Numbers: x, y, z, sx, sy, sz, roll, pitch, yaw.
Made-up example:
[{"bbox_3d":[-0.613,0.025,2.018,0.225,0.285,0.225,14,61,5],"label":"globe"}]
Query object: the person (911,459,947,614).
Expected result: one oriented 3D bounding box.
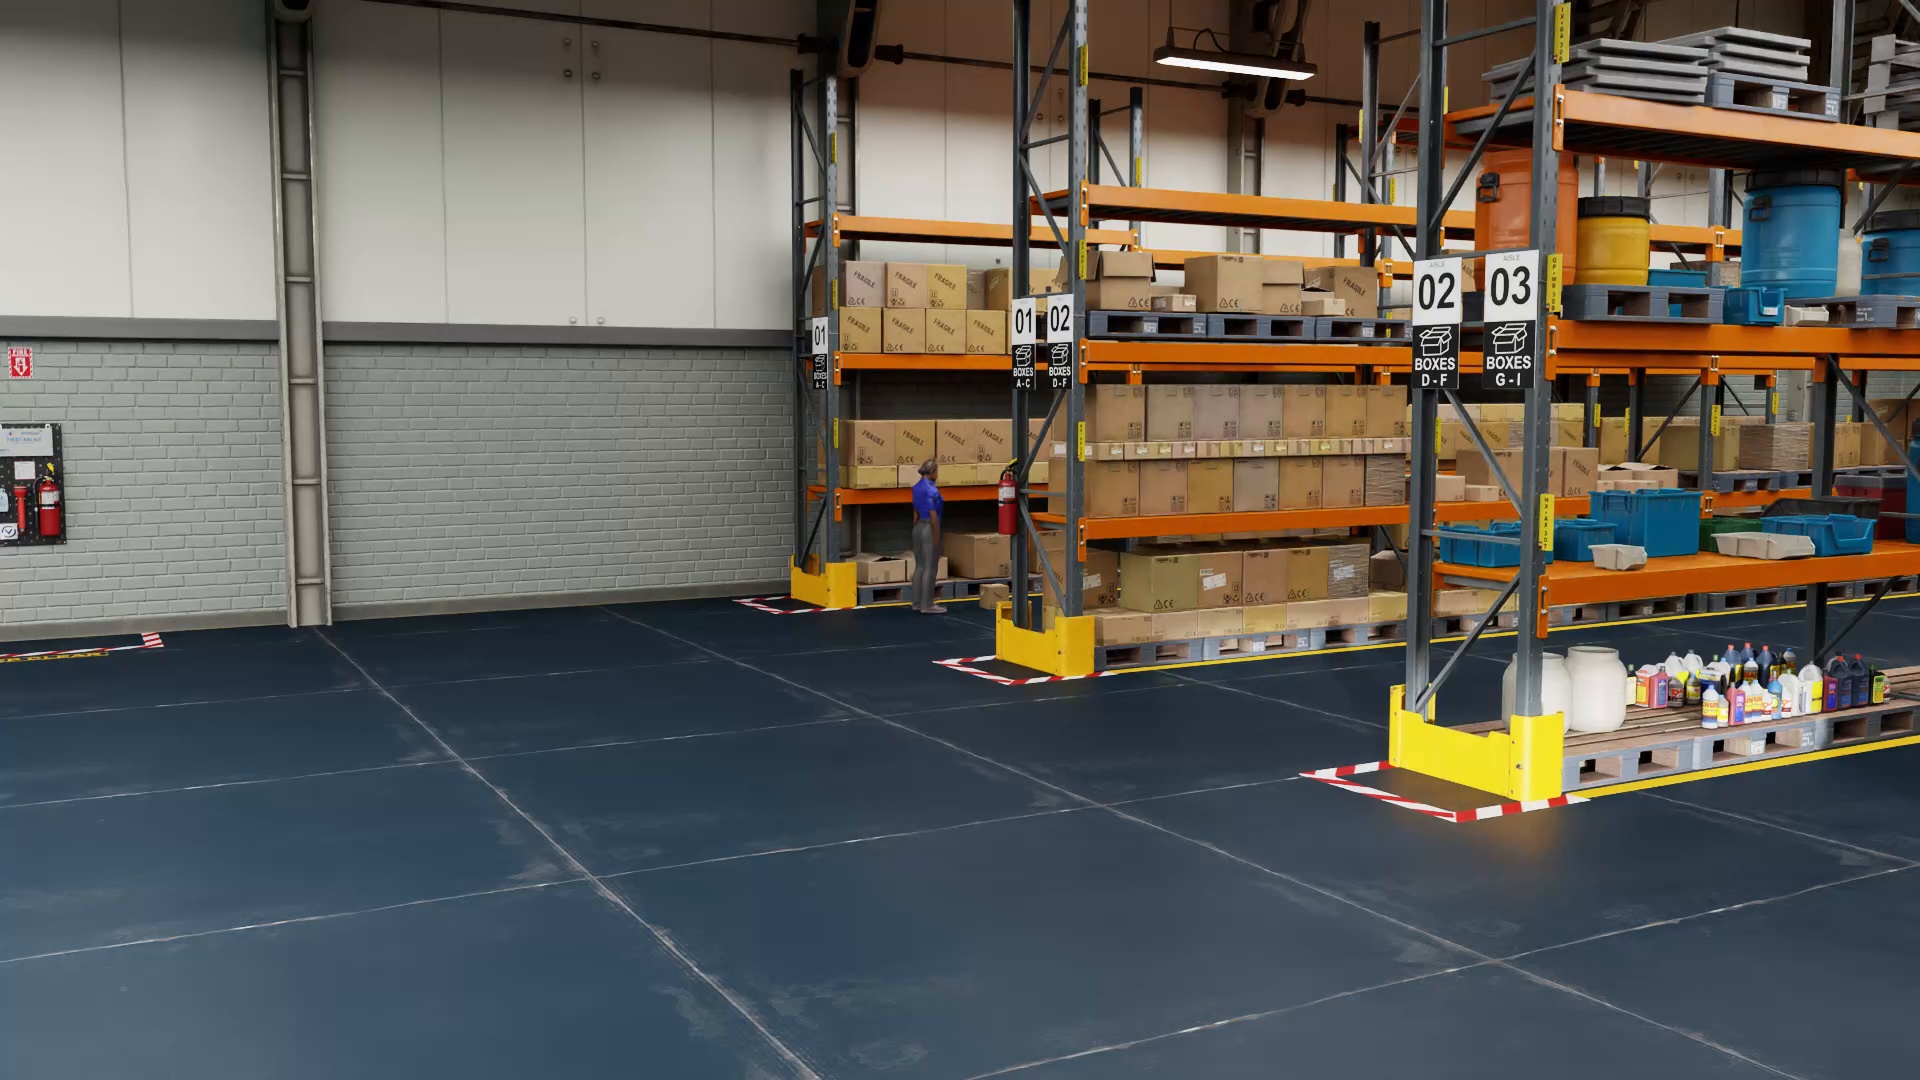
[{"bbox_3d":[-0.339,-0.044,17.969,0.329,1.660,0.445,-3,6,-28],"label":"person"}]
